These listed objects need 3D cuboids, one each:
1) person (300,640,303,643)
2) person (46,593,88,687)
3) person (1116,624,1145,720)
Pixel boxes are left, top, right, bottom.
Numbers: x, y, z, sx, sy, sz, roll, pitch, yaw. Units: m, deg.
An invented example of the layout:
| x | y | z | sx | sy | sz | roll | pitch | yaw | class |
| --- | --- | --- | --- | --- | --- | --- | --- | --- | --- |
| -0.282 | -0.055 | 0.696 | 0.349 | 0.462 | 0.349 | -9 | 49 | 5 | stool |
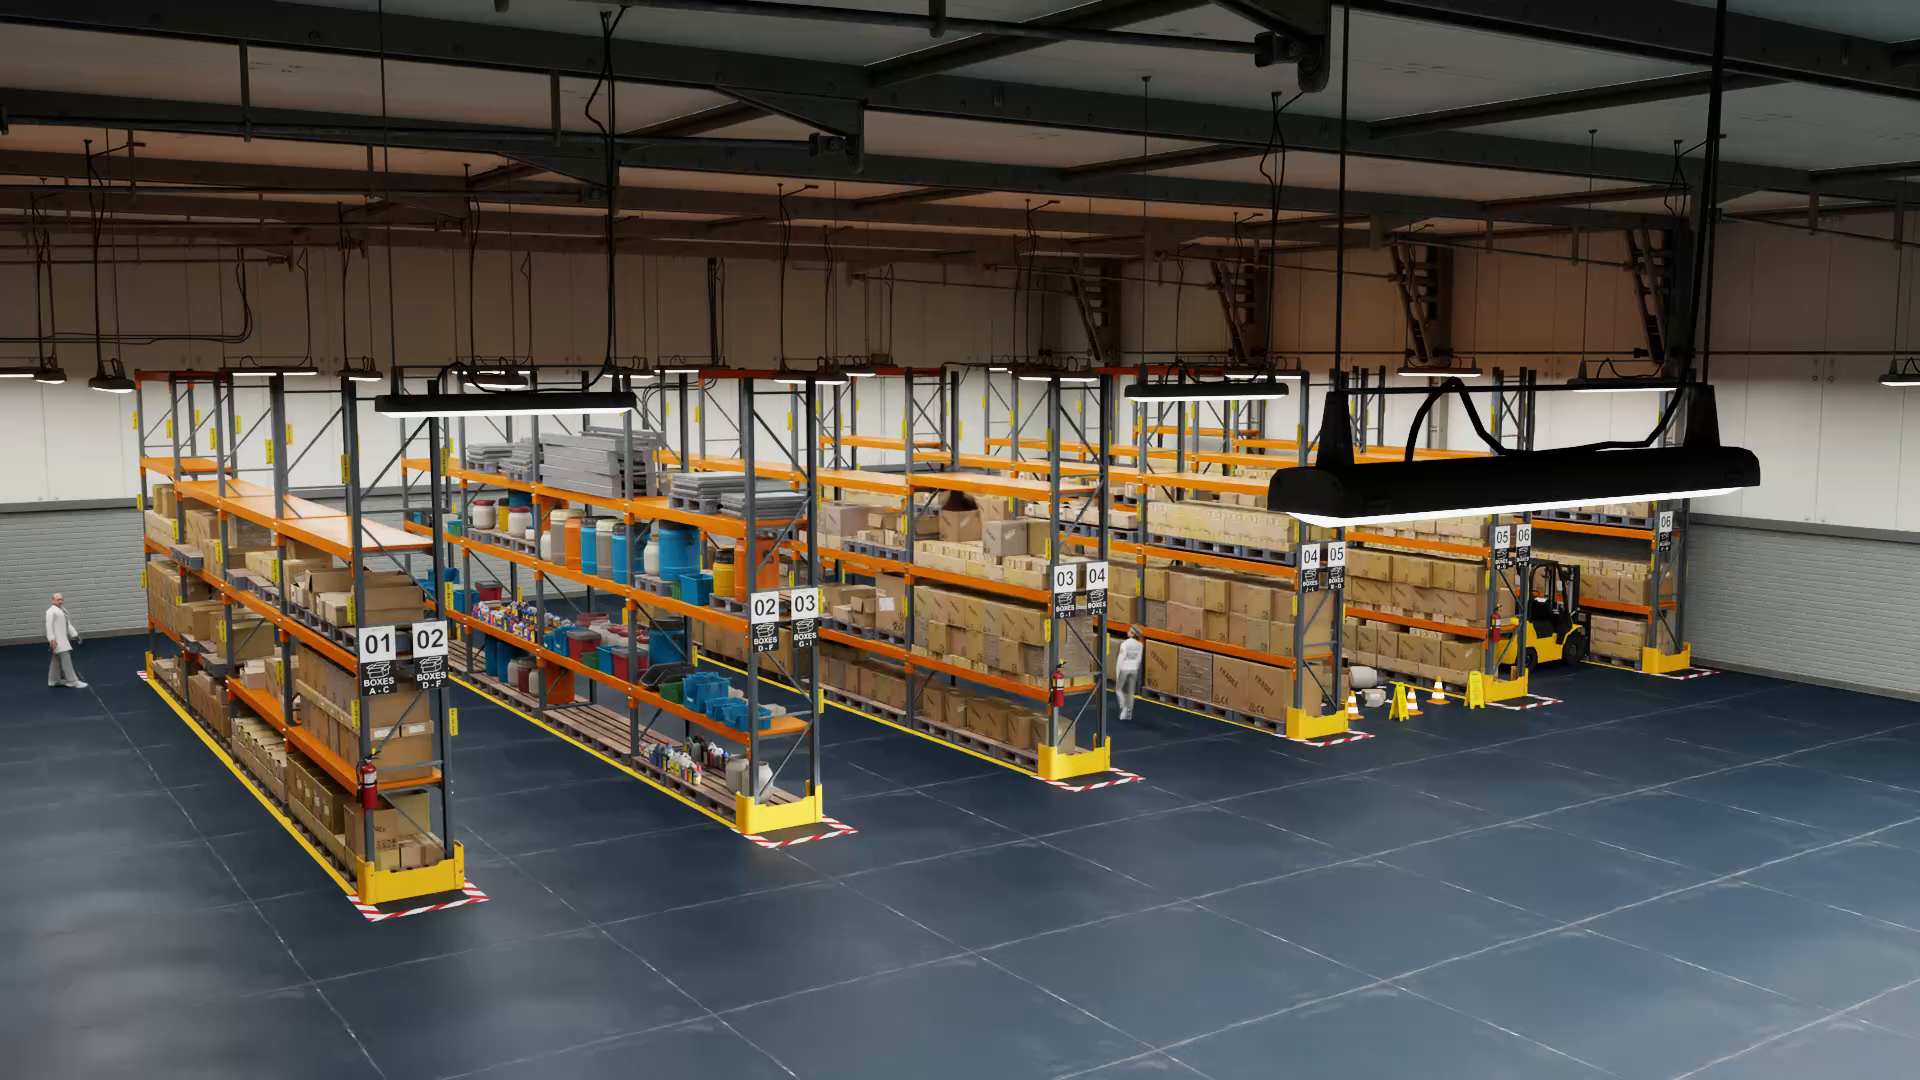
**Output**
| x | y | z | sx | sy | sz | roll | pitch | yaw | class |
| --- | --- | --- | --- | --- | --- | --- | --- | --- | --- |
| -11.798 | 2.093 | 30.427 | 0.538 | 1.614 | 0.932 | -5 | 8 | -40 | person |
| -16.937 | 1.889 | 31.488 | 0.719 | 1.767 | 0.656 | -3 | 7 | -21 | person |
| 2.916 | 2.264 | 28.558 | 0.490 | 1.678 | 0.503 | 0 | 6 | 0 | person |
